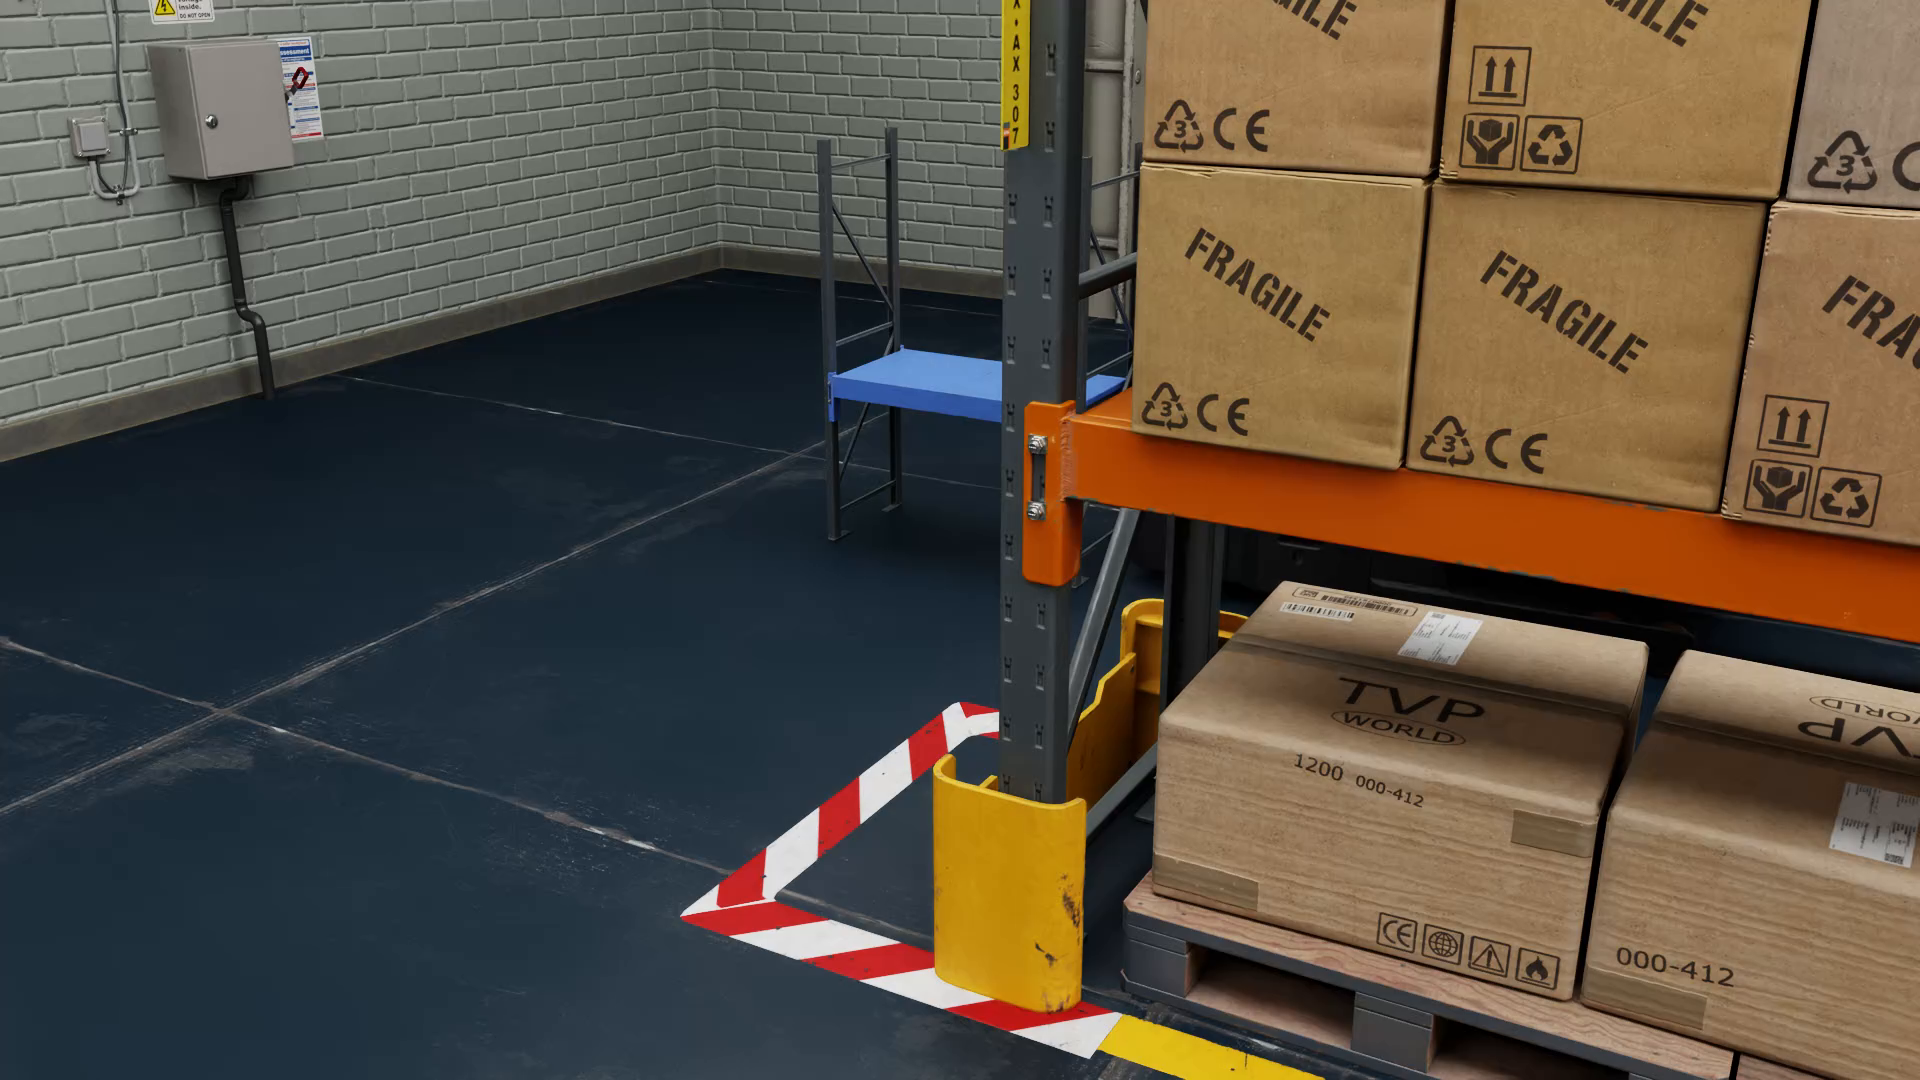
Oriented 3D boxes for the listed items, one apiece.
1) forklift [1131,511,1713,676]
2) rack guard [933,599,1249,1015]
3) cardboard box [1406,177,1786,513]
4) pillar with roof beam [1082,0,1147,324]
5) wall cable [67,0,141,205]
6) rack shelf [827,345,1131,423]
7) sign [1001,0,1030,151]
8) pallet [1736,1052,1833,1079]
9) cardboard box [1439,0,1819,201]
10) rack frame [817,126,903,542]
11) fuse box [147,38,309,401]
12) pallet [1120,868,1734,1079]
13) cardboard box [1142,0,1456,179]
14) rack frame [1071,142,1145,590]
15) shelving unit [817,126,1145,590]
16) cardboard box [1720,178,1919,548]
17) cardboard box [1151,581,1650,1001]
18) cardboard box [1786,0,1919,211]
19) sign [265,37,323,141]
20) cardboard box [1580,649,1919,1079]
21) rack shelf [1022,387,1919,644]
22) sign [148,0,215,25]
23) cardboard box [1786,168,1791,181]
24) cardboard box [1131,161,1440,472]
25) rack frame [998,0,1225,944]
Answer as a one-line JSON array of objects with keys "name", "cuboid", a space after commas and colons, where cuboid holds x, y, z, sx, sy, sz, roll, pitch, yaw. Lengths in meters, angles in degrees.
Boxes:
[{"name": "forklift", "cuboid": [2.170, -1.160, 5.264, 3.031, 2.935, 1.130, 9, 22, 24]}, {"name": "rack guard", "cuboid": [0.354, 0.587, 4.013, 0.348, 0.500, 1.175, 11, 23, 27]}, {"name": "cardboard box", "cuboid": [1.109, -0.390, 2.894, 0.500, 0.500, 0.500, 10, 22, 27]}, {"name": "pillar with roof beam", "cuboid": [-1.221, -4.318, 5.071, 0.400, 9.000, 9.100, 11, 23, 27]}, {"name": "wall cable", "cuboid": [-3.877, -2.416, 7.138, 0.122, 1.984, 0.588, 11, 23, 27]}, {"name": "rack shelf", "cuboid": [0.074, -0.522, 6.132, 1.000, 0.185, 0.538, 11, 23, 27]}, {"name": "sign", "cuboid": [0.099, -0.864, 2.962, 0.005, 0.325, 0.100, 11, 23, 27]}, {"name": "pallet", "cuboid": [2.172, 1.040, 3.189, 1.213, 0.211, 1.003, 11, 23, 27]}, {"name": "cardboard box", "cuboid": [1.110, -0.853, 2.704, 0.500, 0.500, 0.500, 10, 22, 26]}, {"name": "rack frame", "cuboid": [-0.369, -0.775, 6.303, 0.032, 1.500, 0.500, 11, 23, 27]}, {"name": "fuse box", "cuboid": [-3.407, -1.510, 8.019, 0.414, 1.711, 0.539, 11, 23, 27]}, {"name": "pallet", "cuboid": [1.111, 0.837, 3.749, 1.213, 0.211, 1.003, 11, 23, 27]}, {"name": "cardboard box", "cuboid": [0.655, -0.936, 2.935, 0.500, 0.500, 0.500, 10, 22, 26]}, {"name": "rack frame", "cuboid": [0.518, -0.606, 5.837, 0.032, 1.500, 0.500, 11, 23, 27]}, {"name": "shelving unit", "cuboid": [0.074, -0.691, 6.070, 1.048, 1.500, 0.538, 11, 23, 27]}, {"name": "cardboard box", "cuboid": [1.545, -0.300, 2.646, 0.500, 0.500, 0.500, 11, 22, 27]}, {"name": "cardboard box", "cuboid": [1.000, 0.503, 3.721, 0.875, 0.438, 0.875, 10, 22, 25]}, {"name": "cardboard box", "cuboid": [1.563, -0.769, 2.474, 0.500, 0.500, 0.500, 11, 22, 27]}, {"name": "sign", "cuboid": [-3.347, -2.253, 8.316, 0.001, 0.494, 0.329, 11, 23, 27]}, {"name": "cardboard box", "cuboid": [1.803, 0.653, 3.308, 0.875, 0.438, 0.875, 11, 23, 29]}, {"name": "rack shelf", "cuboid": [2.121, 0.087, 2.782, 4.000, 0.370, 1.077, 11, 23, 27]}, {"name": "sign", "cuboid": [-3.615, -2.522, 7.708, 0.001, 0.242, 0.339, 11, 23, 27]}, {"name": "cardboard box", "cuboid": [1.356, -0.542, 3.313, 0.500, 0.500, 0.500, 10, 22, 26]}, {"name": "cardboard box", "cuboid": [0.654, -0.466, 3.103, 0.500, 0.500, 0.500, 11, 22, 27]}, {"name": "rack frame", "cuboid": [0.375, -0.584, 3.576, 0.127, 3.000, 1.000, 11, 23, 27]}]
